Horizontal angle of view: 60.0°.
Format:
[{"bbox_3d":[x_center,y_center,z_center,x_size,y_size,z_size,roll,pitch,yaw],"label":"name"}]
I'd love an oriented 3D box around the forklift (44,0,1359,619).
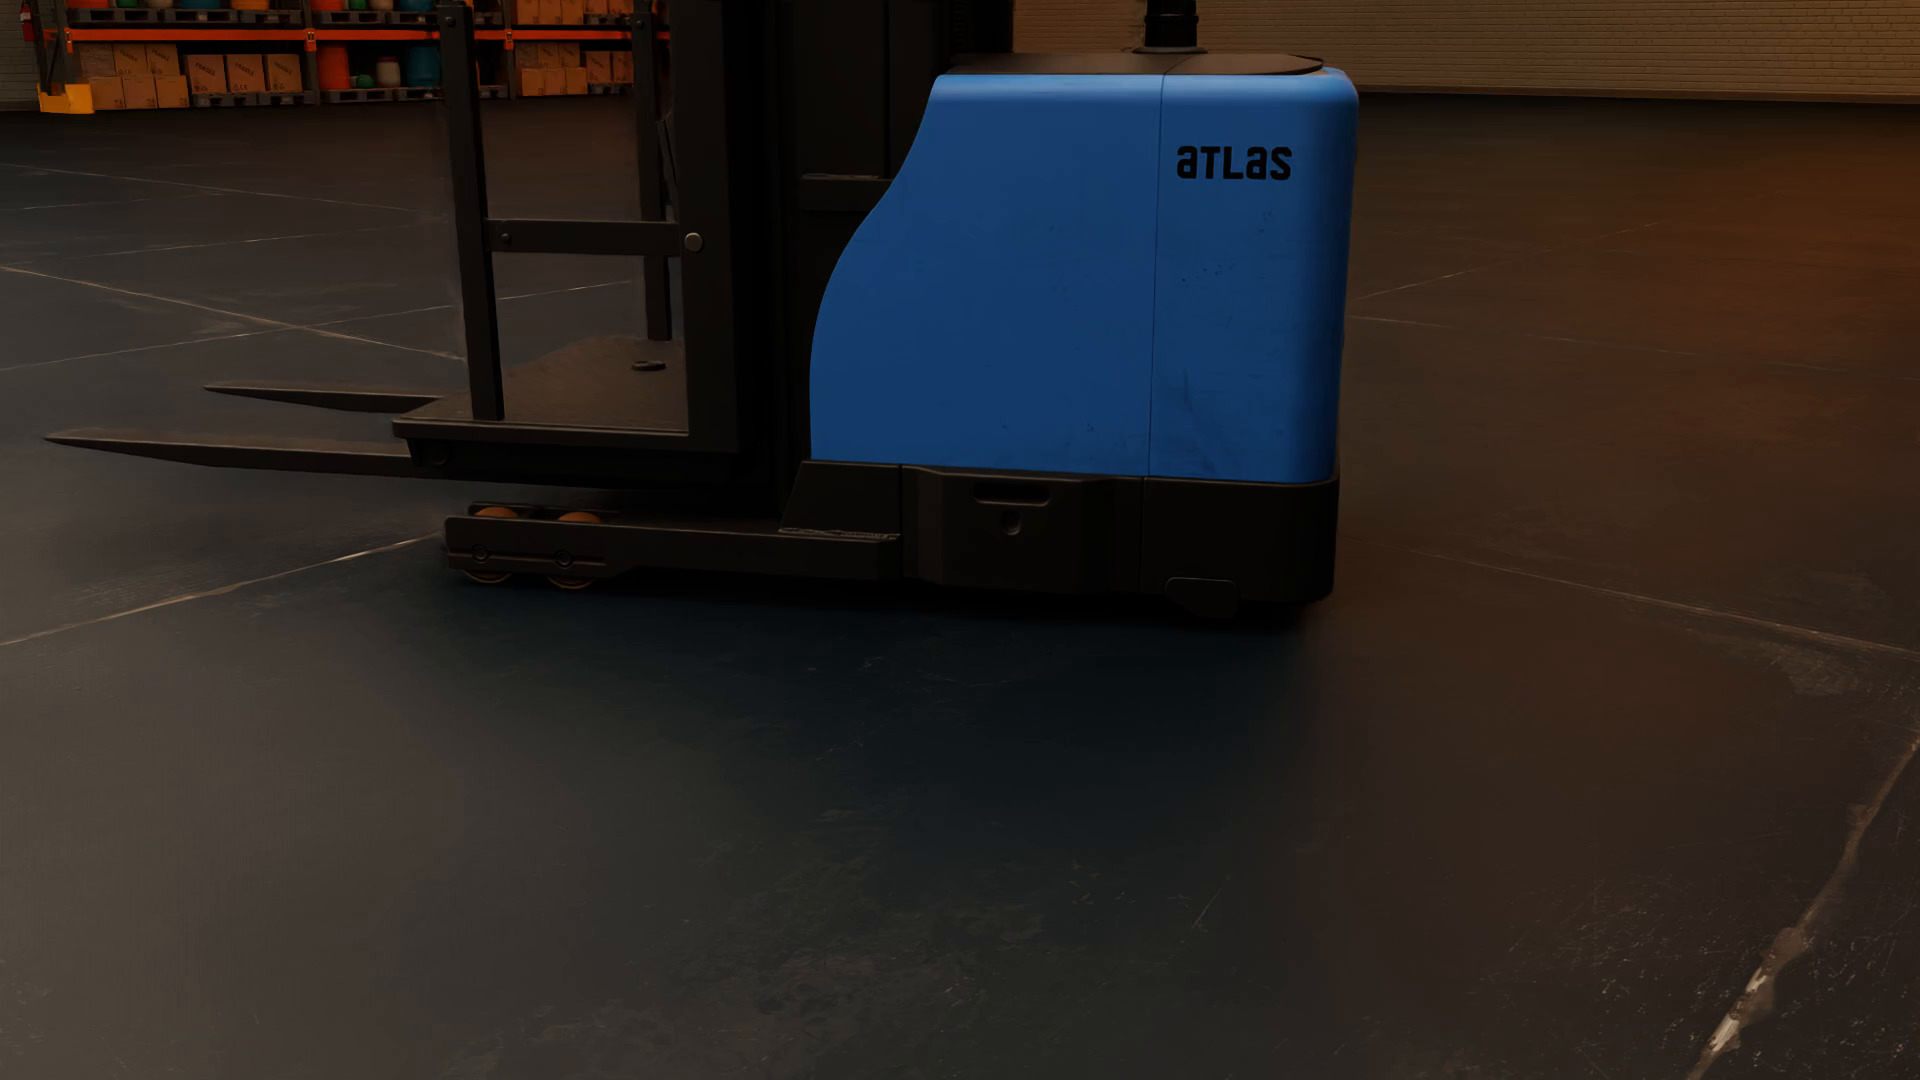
[{"bbox_3d":[-0.647,-1.441,3.643,3.031,2.935,1.130,3,17,11],"label":"forklift"}]
